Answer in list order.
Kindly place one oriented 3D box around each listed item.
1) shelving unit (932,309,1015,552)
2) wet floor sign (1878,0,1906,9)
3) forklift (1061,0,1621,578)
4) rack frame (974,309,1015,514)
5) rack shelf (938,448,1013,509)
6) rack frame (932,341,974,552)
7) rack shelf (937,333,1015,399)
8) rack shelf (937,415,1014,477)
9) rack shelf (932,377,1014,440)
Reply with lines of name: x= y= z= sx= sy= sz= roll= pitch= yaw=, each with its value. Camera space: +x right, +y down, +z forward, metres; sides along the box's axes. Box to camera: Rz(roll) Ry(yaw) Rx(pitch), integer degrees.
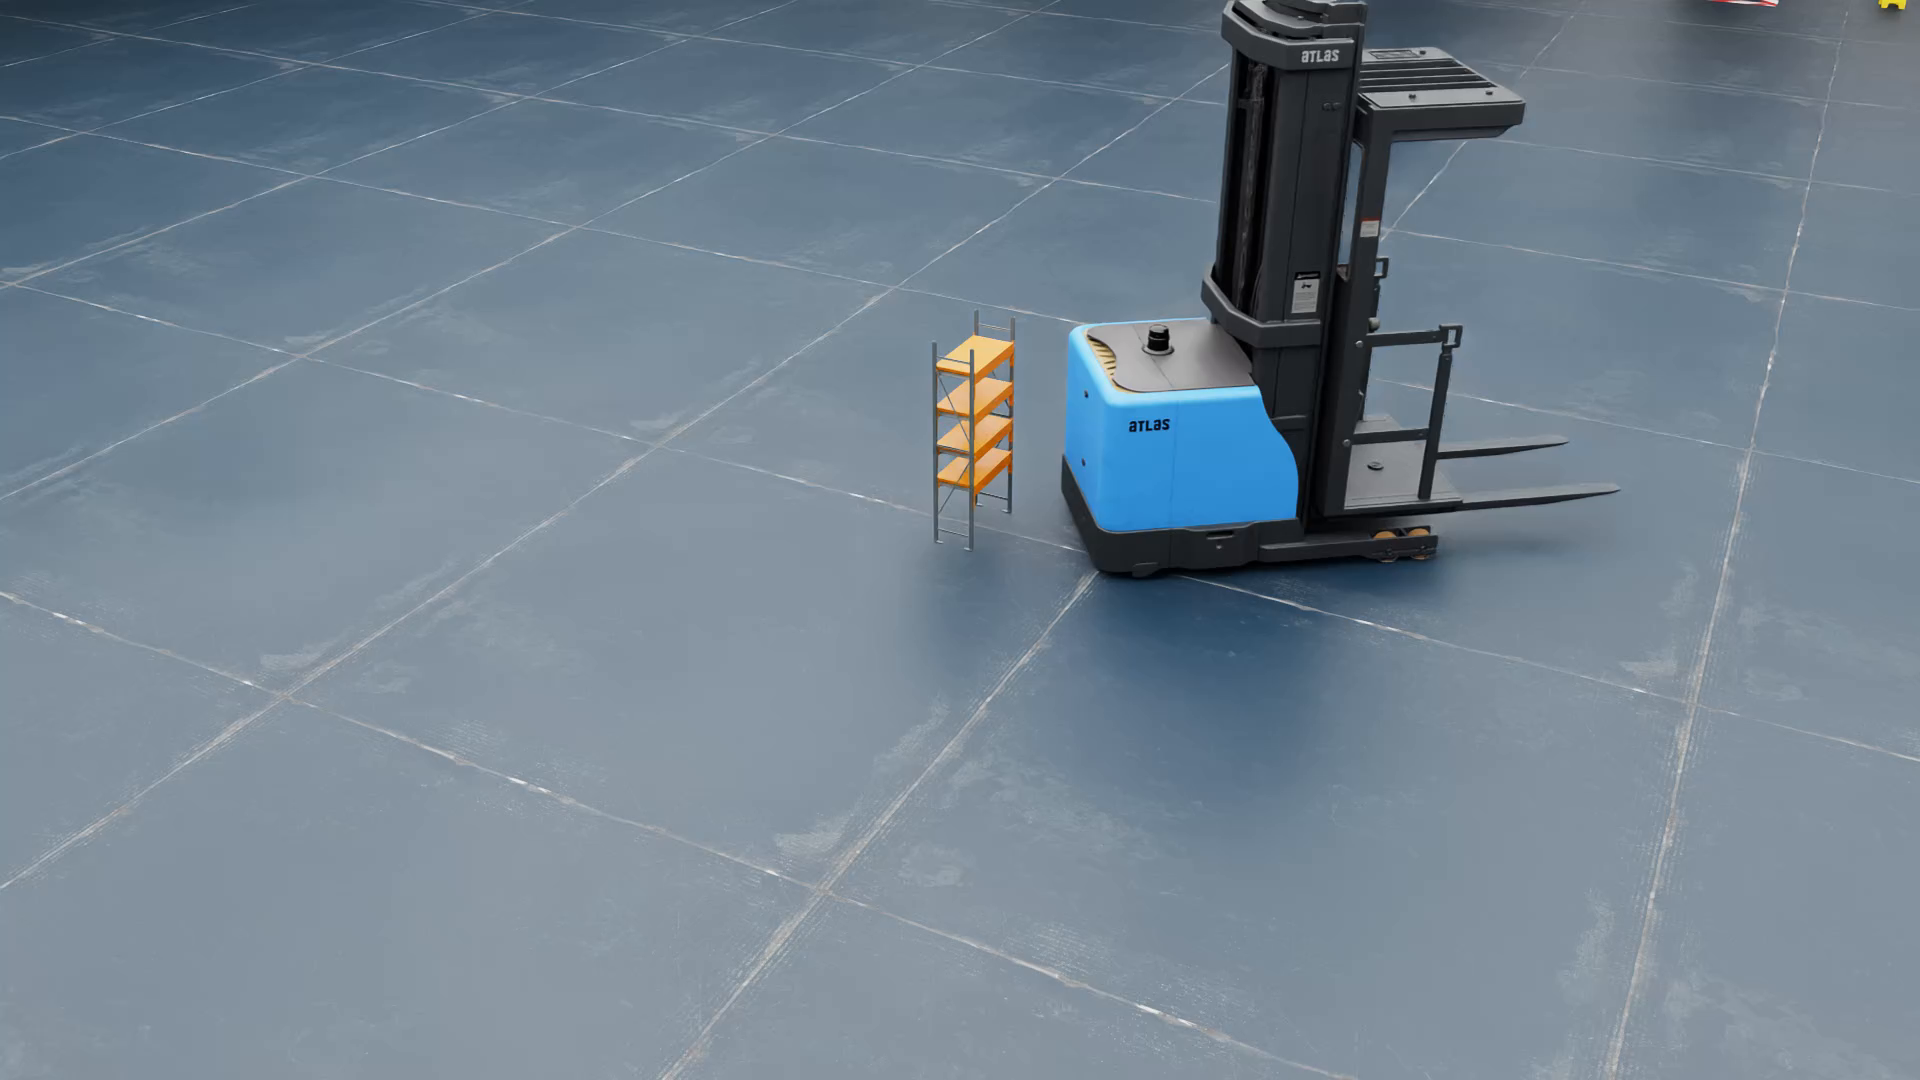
shelving unit: x=0.075 y=-0.594 z=9.079 sx=0.258 sy=1.200 sz=0.503 roll=14 pitch=33 yaw=23
wet floor sign: x=11.735 y=-7.003 z=20.796 sx=0.267 sy=0.644 sz=0.232 roll=9 pitch=31 yaw=15
forklift: x=2.147 y=-1.405 z=8.753 sx=3.031 sy=2.935 sz=1.130 roll=-5 pitch=30 yaw=-8
rack frame: x=0.187 y=-0.702 z=9.267 sx=0.240 sy=1.200 sz=0.015 roll=14 pitch=33 yaw=23
rack shelf: x=0.075 y=-0.363 z=9.211 sx=0.258 sy=0.148 sz=0.480 roll=14 pitch=33 yaw=23
rack frame: x=-0.036 y=-0.486 z=8.891 sx=0.240 sy=1.200 sz=0.015 roll=14 pitch=33 yaw=23
rack shelf: x=0.075 y=-0.934 z=8.883 sx=0.258 sy=0.148 sz=0.480 roll=14 pitch=33 yaw=23
rack shelf: x=0.075 y=-0.535 z=9.112 sx=0.258 sy=0.148 sz=0.480 roll=14 pitch=33 yaw=23
rack shelf: x=0.075 y=-0.729 z=9.001 sx=0.258 sy=0.148 sz=0.480 roll=14 pitch=33 yaw=23
